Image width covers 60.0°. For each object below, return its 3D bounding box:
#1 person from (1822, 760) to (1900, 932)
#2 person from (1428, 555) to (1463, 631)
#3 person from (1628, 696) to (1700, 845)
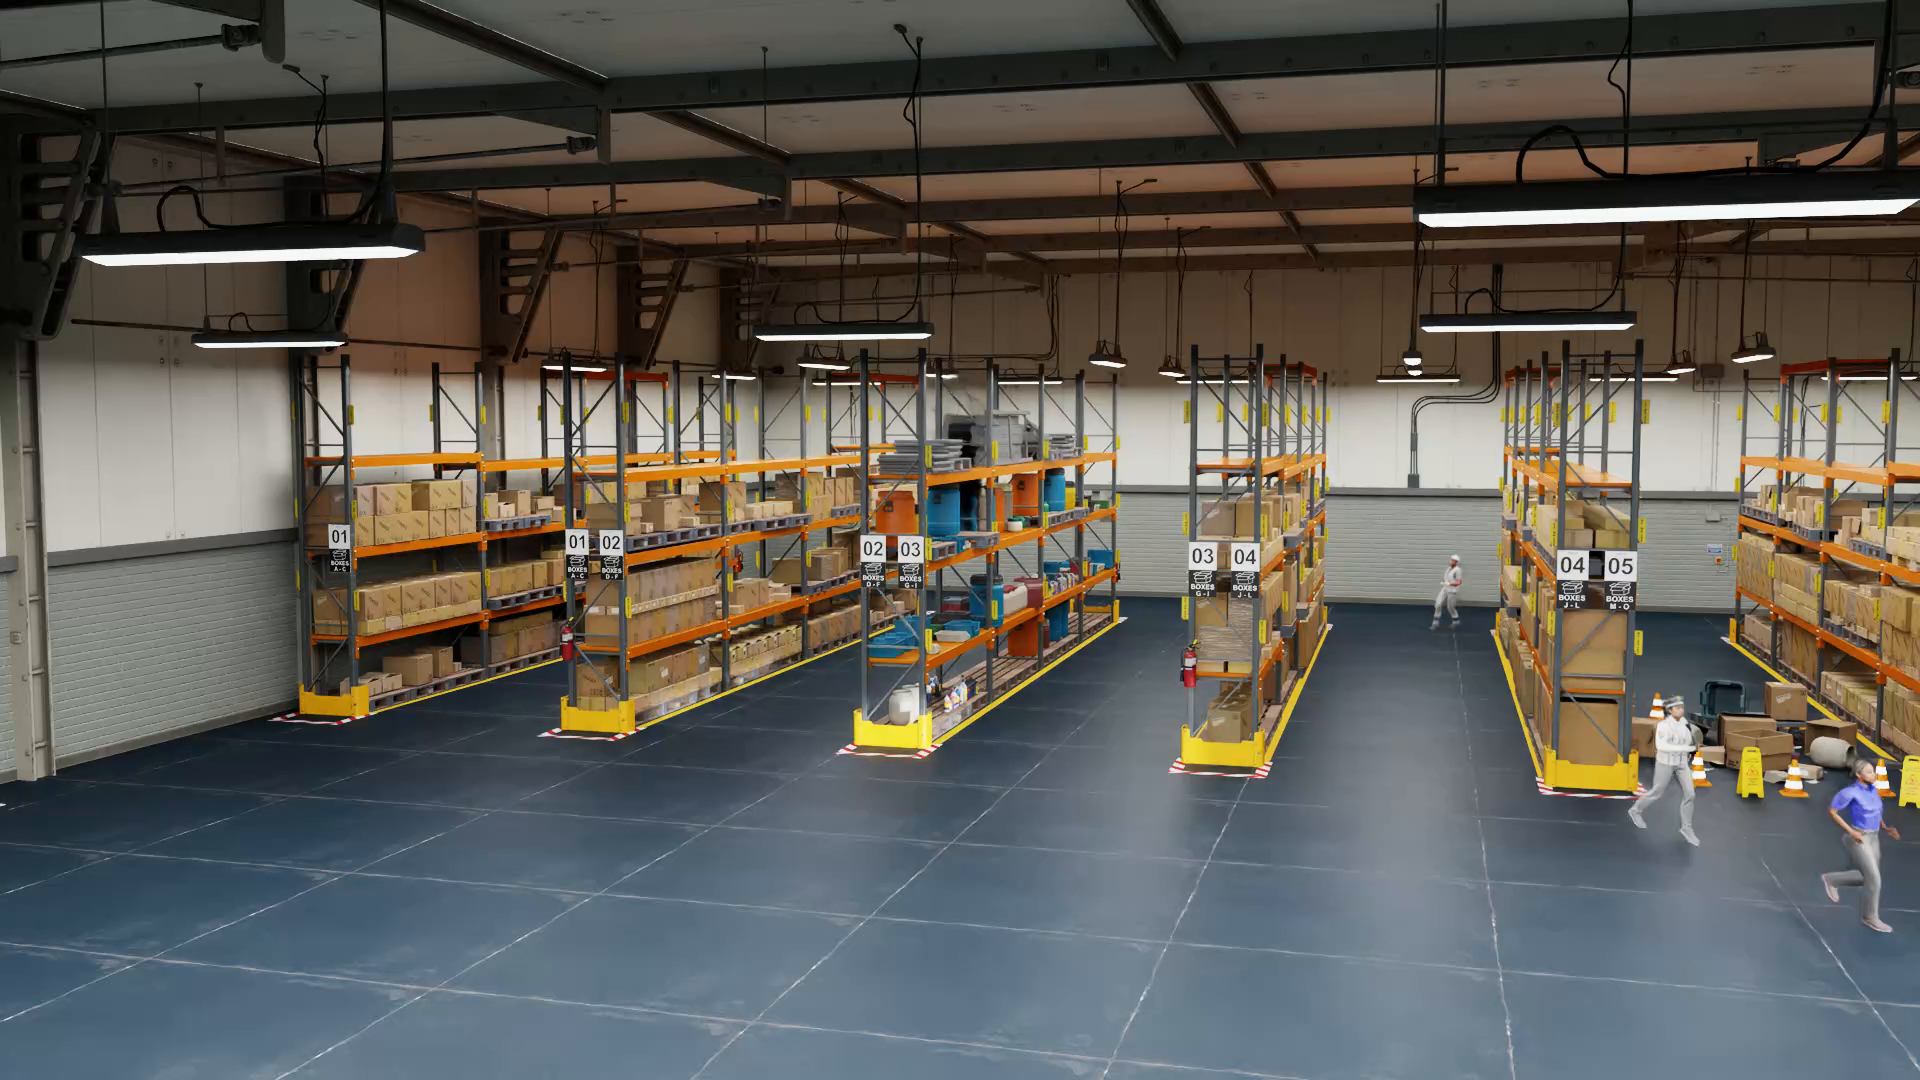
[{"bbox_3d":[8.844,2.977,16.387,0.577,1.643,0.738,-3,5,-31],"label":"person"},{"bbox_3d":[11.310,1.218,38.443,0.900,1.774,0.692,-2,5,-25],"label":"person"},{"bbox_3d":[8.407,2.682,19.731,0.622,1.734,0.890,-2,5,-22],"label":"person"}]
